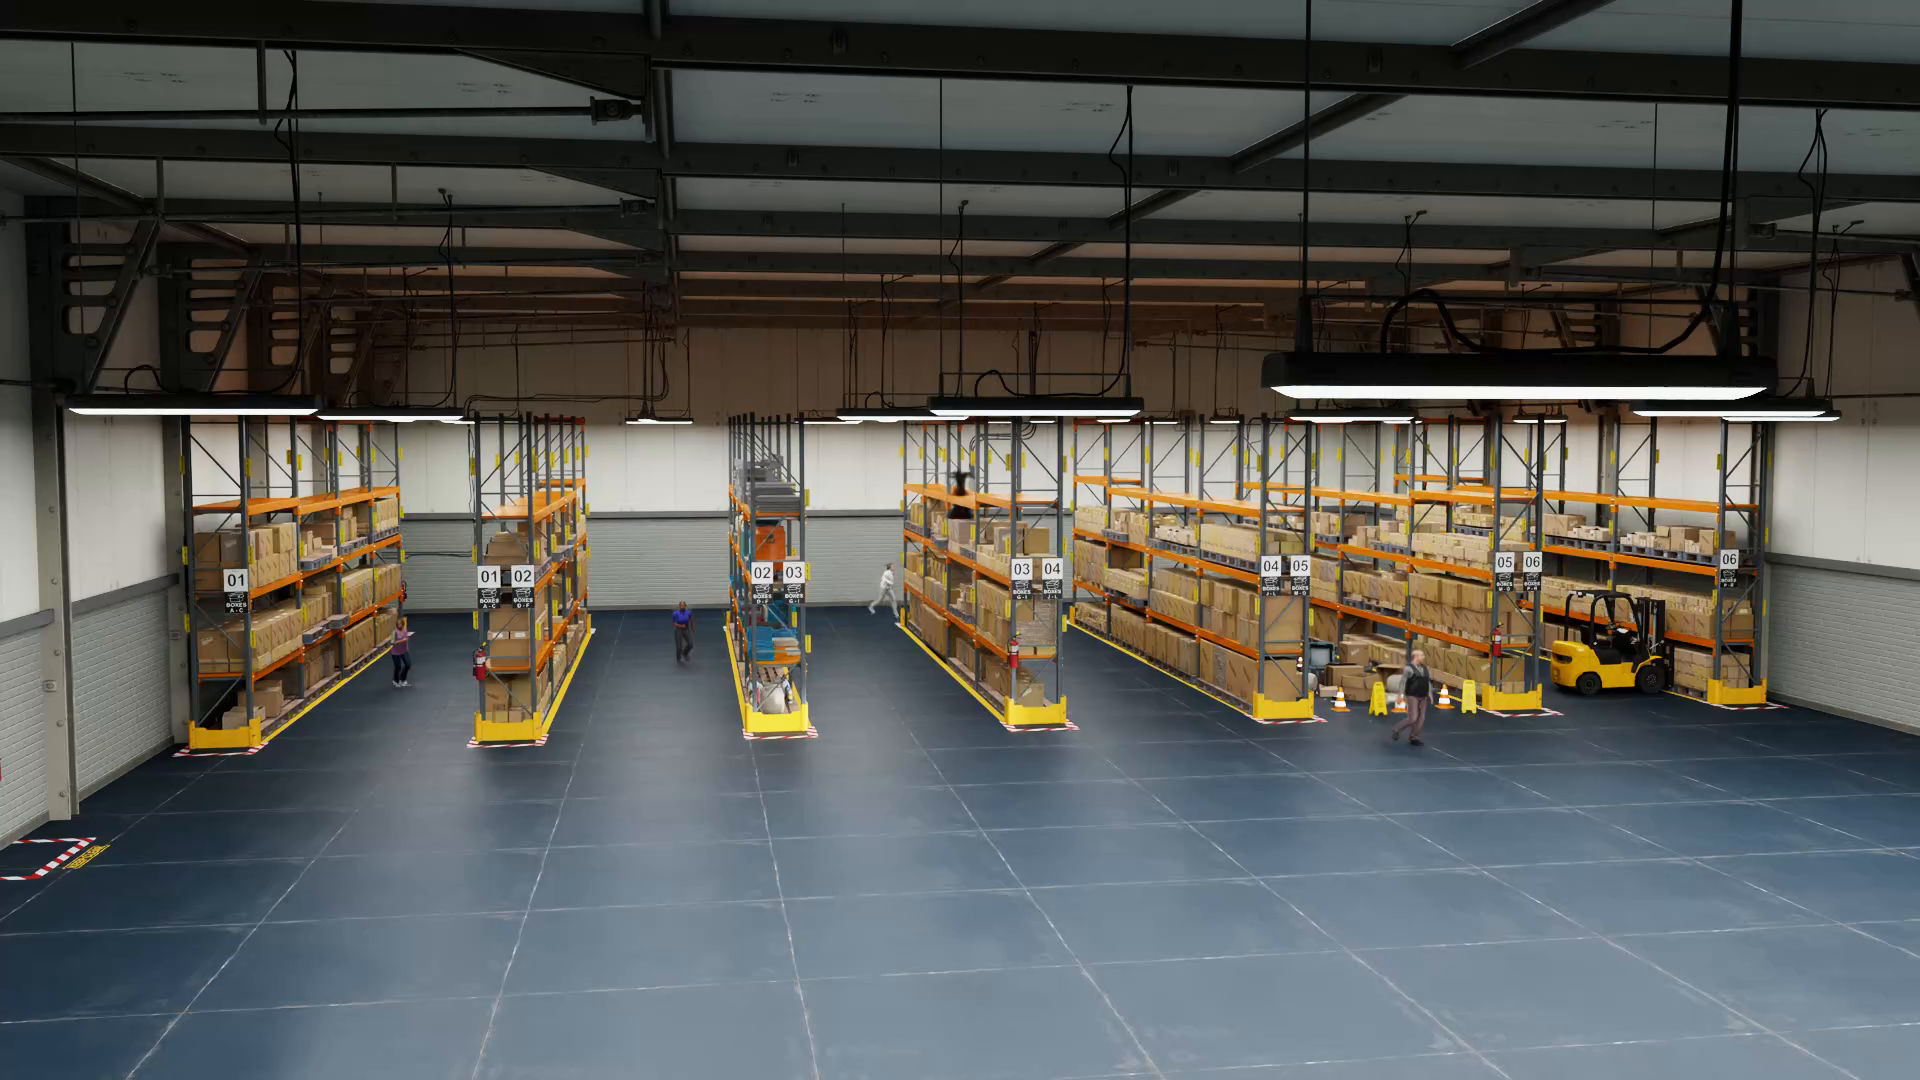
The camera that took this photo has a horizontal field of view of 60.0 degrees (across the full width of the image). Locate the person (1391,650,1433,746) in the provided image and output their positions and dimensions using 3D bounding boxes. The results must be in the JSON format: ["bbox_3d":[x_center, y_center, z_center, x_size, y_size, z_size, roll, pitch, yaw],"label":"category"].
[{"bbox_3d":[8.124,2.828,29.905,0.664,1.716,0.577,-3,5,-34],"label":"person"}]

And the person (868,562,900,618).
[{"bbox_3d":[-2.273,1.497,50.057,1.058,1.687,0.627,2,4,23],"label":"person"}]

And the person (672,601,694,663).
[{"bbox_3d":[-6.667,2.218,40.094,0.584,1.546,0.834,-2,4,-24],"label":"person"}]

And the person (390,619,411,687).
[{"bbox_3d":[-12.268,2.481,36.350,0.506,1.559,0.811,-4,5,-42],"label":"person"}]
